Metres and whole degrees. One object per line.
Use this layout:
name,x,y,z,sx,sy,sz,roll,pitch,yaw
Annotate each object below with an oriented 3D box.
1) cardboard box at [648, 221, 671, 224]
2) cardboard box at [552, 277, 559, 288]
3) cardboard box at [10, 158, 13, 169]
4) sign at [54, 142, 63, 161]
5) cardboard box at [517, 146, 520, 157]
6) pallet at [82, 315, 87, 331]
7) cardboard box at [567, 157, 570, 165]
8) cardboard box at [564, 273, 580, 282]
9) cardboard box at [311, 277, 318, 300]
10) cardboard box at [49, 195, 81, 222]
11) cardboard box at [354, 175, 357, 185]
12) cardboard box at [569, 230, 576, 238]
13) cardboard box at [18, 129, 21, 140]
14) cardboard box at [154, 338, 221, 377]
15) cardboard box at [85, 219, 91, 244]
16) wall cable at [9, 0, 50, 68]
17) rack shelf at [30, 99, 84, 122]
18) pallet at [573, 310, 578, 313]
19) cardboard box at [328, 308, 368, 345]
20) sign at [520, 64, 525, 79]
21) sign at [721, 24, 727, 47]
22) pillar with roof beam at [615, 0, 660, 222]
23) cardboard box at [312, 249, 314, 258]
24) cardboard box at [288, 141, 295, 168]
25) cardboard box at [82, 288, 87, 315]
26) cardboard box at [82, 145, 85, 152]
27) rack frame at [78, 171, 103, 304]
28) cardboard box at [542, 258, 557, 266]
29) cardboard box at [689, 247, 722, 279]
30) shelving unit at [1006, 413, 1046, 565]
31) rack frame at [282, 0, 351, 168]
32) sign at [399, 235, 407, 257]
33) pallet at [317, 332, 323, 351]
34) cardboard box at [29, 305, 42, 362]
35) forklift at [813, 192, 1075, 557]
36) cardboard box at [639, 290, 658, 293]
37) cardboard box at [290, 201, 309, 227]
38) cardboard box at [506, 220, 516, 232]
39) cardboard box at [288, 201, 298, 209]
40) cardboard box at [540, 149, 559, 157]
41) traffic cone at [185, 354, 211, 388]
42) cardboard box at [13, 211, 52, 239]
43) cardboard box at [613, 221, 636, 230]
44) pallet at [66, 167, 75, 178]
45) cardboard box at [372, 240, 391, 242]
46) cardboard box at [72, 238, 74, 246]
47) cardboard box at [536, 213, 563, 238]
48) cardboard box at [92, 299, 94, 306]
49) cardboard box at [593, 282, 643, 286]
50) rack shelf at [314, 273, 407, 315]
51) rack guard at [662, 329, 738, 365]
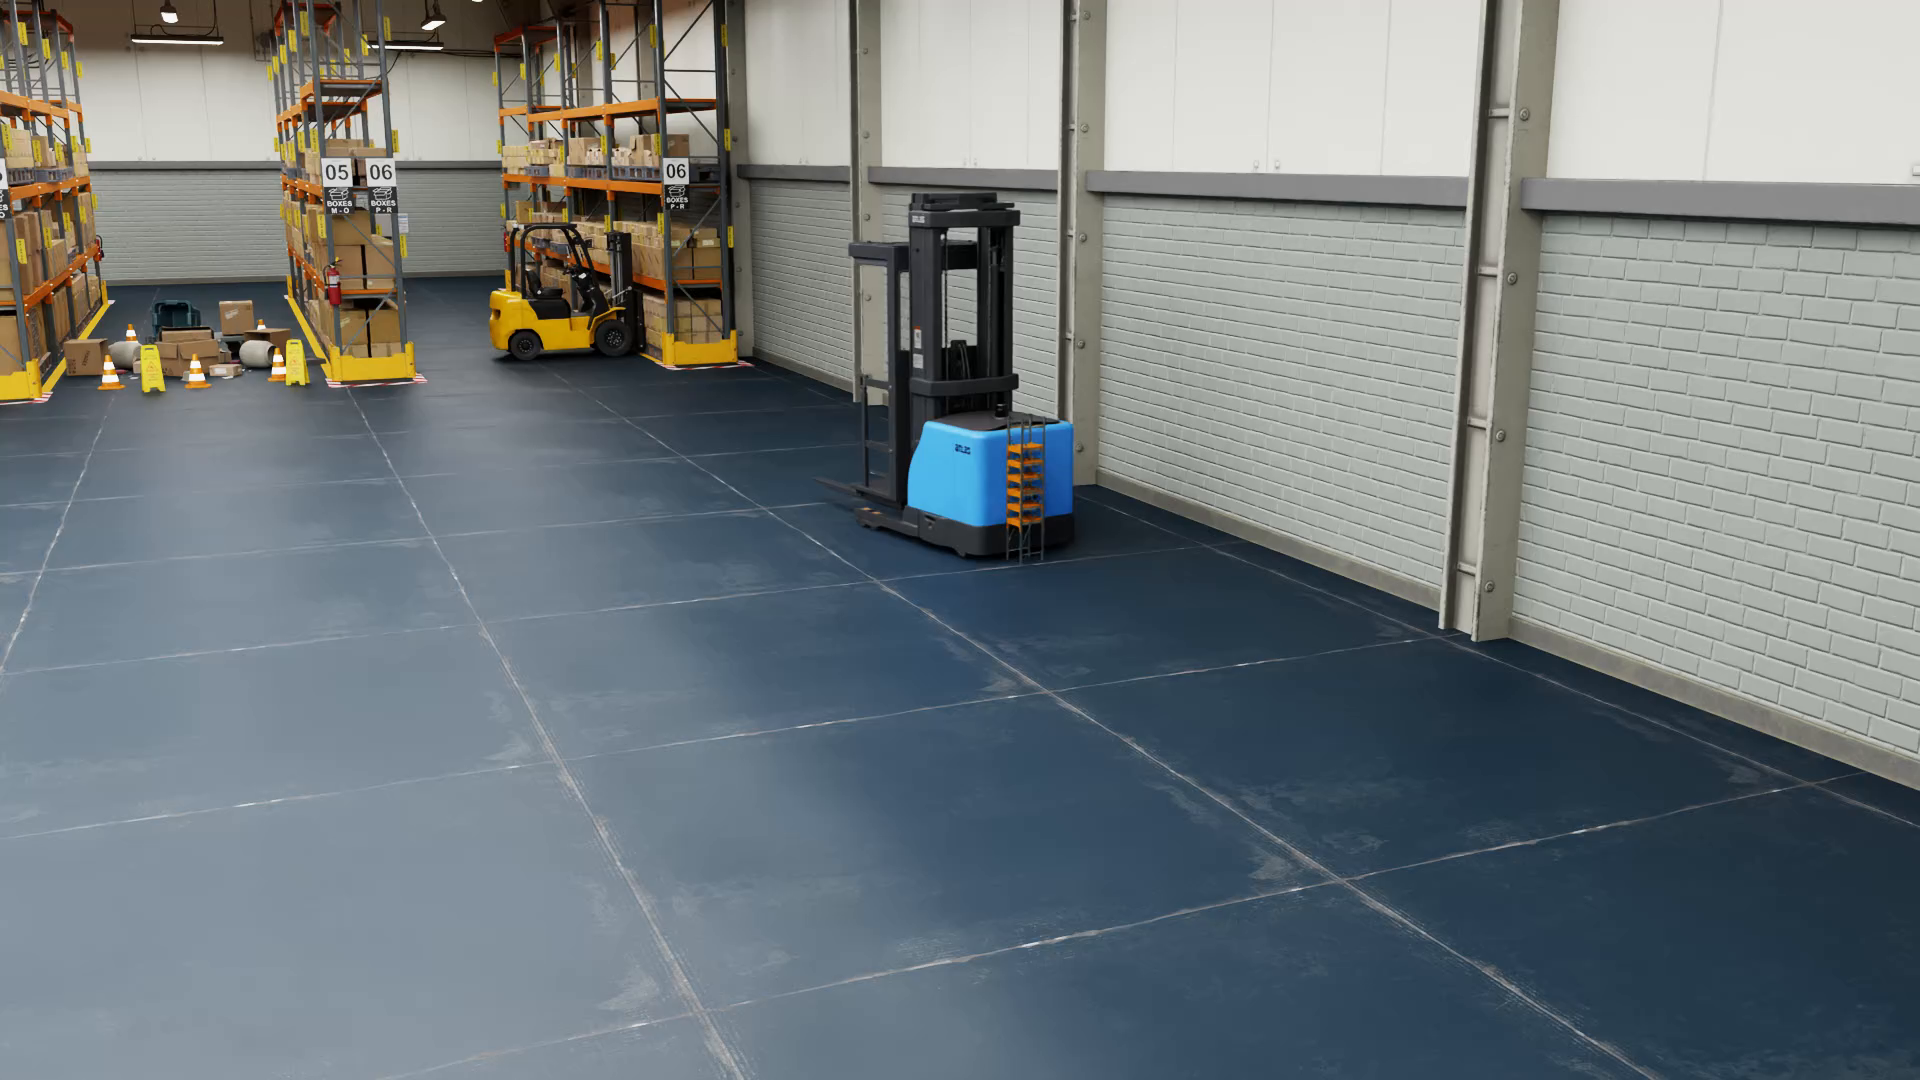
cardboard box,-5.305,-5.556,29.401,0.380,0.149,0.250,-6,14,-24
cardboard box,-8.369,-5.339,35.399,0.500,0.500,0.500,-6,14,-25
cardboard box,-13.158,-5.141,22.683,0.380,0.149,0.250,-5,14,-22
sign,-15.904,-6.850,29.339,0.100,0.325,0.005,-6,14,-23
cardboard box,-9.806,-8.862,37.919,0.500,0.250,0.500,-5,14,-22
pallet,-17.213,-4.104,31.635,1.003,0.211,1.213,-6,14,-23
cardboard box,-7.513,-7.468,32.697,0.380,0.166,0.250,-6,14,-23
cardboard box,-7.942,-5.402,34.232,0.380,0.149,0.250,-6,15,-26
cardboard box,-12.122,-4.837,32.398,0.875,0.875,0.875,-6,14,-23
cardboard box,-17.976,-6.672,33.446,0.500,0.500,0.500,-5,14,-22
cardboard box,-9.045,-5.509,25.425,0.380,0.149,0.250,-6,14,-25
cardboard box,-7.444,-6.021,32.957,0.500,0.250,0.500,-6,14,-23
cardboard box,-13.767,-5.843,23.948,0.380,0.149,0.250,-5,14,-22
cardboard box,-11.740,-2.783,25.277,0.637,0.503,0.797,6,14,26
cardboard box,-18.360,-6.403,34.504,0.500,0.500,0.500,-6,14,-24
wall cable,-23.313,-12.245,40.184,2.277,5.999,0.120,-6,14,-23
rack shelf,-18.820,-8.860,34.296,1.077,0.370,4.000,-6,14,-23
pallet,-7.081,-4.434,33.062,1.003,0.211,1.213,-6,14,-23
cardboard box,-9.276,-3.237,25.207,0.500,0.500,0.500,-6,14,-23
sign,-9.481,-10.164,36.082,0.100,0.325,0.005,-6,14,-23
sign,-3.659,-7.818,25.767,0.100,0.325,0.005,-6,14,-23
pillar with roof beam,-9.971,-8.313,30.329,9.100,9.000,0.548,-6,14,-23
cardboard box,-11.003,-4.961,28.777,0.380,0.149,0.250,-6,14,-24
cardboard box,-12.492,-7.419,31.969,0.700,0.500,0.500,-6,15,-26
cardboard box,-17.286,-4.626,32.319,0.500,0.500,0.500,-6,14,-24
cardboard box,-19.218,-8.486,36.071,0.380,0.149,0.250,-6,14,-23
rack frame,-19.621,-6.702,36.676,1.000,3.000,0.127,-6,14,-23
cardboard box,-9.021,-6.148,36.795,0.380,0.149,0.250,-6,14,-24
cardboard box,-4.114,-4.490,26.895,0.500,0.500,0.500,-5,14,-21
shelving unit,0.534,-0.412,13.486,0.258,1.200,0.189,-9,16,-34
rack frame,-11.921,-8.440,30.880,1.000,3.000,0.127,-6,14,-23
sign,-8.219,-4.335,24.530,0.100,0.325,0.005,-6,14,-23
pallet,-10.632,-3.493,28.995,1.003,0.211,1.213,-6,14,-23
cardboard box,-14.262,-3.070,24.764,0.875,0.875,0.875,-6,14,-23
forklift,-0.284,-1.571,14.656,1.130,2.935,3.031,-9,16,-34
cardboard box,-5.461,-4.156,28.622,0.500,0.250,0.500,-5,14,-21
cardboard box,-13.611,-6.763,34.498,0.500,0.500,0.500,-5,14,-22
cardboard box,-10.644,-7.573,40.112,0.500,0.250,0.500,-6,14,-23
cardboard box,-13.965,-6.952,35.317,0.500,0.500,0.500,-6,14,-23
cardboard box,-8.588,-8.116,34.876,0.380,0.149,0.250,-6,14,-23
traffic cone,-10.952,-2.431,23.845,0.336,0.463,0.334,-6,14,-23
cardboard box,-16.042,-5.387,28.555,0.700,0.500,0.500,-6,14,-24
cardboard box,-5.916,-5.557,29.408,0.380,0.149,0.250,-5,14,-22
pallet,-17.869,-7.109,32.196,1.213,0.211,1.003,-6,14,-23
cardboard box,-9.068,-4.393,25.817,0.500,0.500,0.500,-6,14,-24
cardboard box,-17.475,-5.789,32.354,0.380,0.149,0.250,-6,14,-23
cardboard box,-8.781,-6.819,36.028,0.700,0.500,0.500,-5,14,-22
cardboard box,-17.977,-4.851,34.067,0.380,0.149,0.250,-5,14,-21
cardboard box,-6.598,-4.611,31.974,0.875,0.625,0.625,-6,14,-25
rack shelf,-9.518,-3.927,26.282,1.077,0.370,4.000,-6,14,-23
rack guard,-4.160,-3.091,26.616,1.175,0.500,0.348,-6,14,-23
